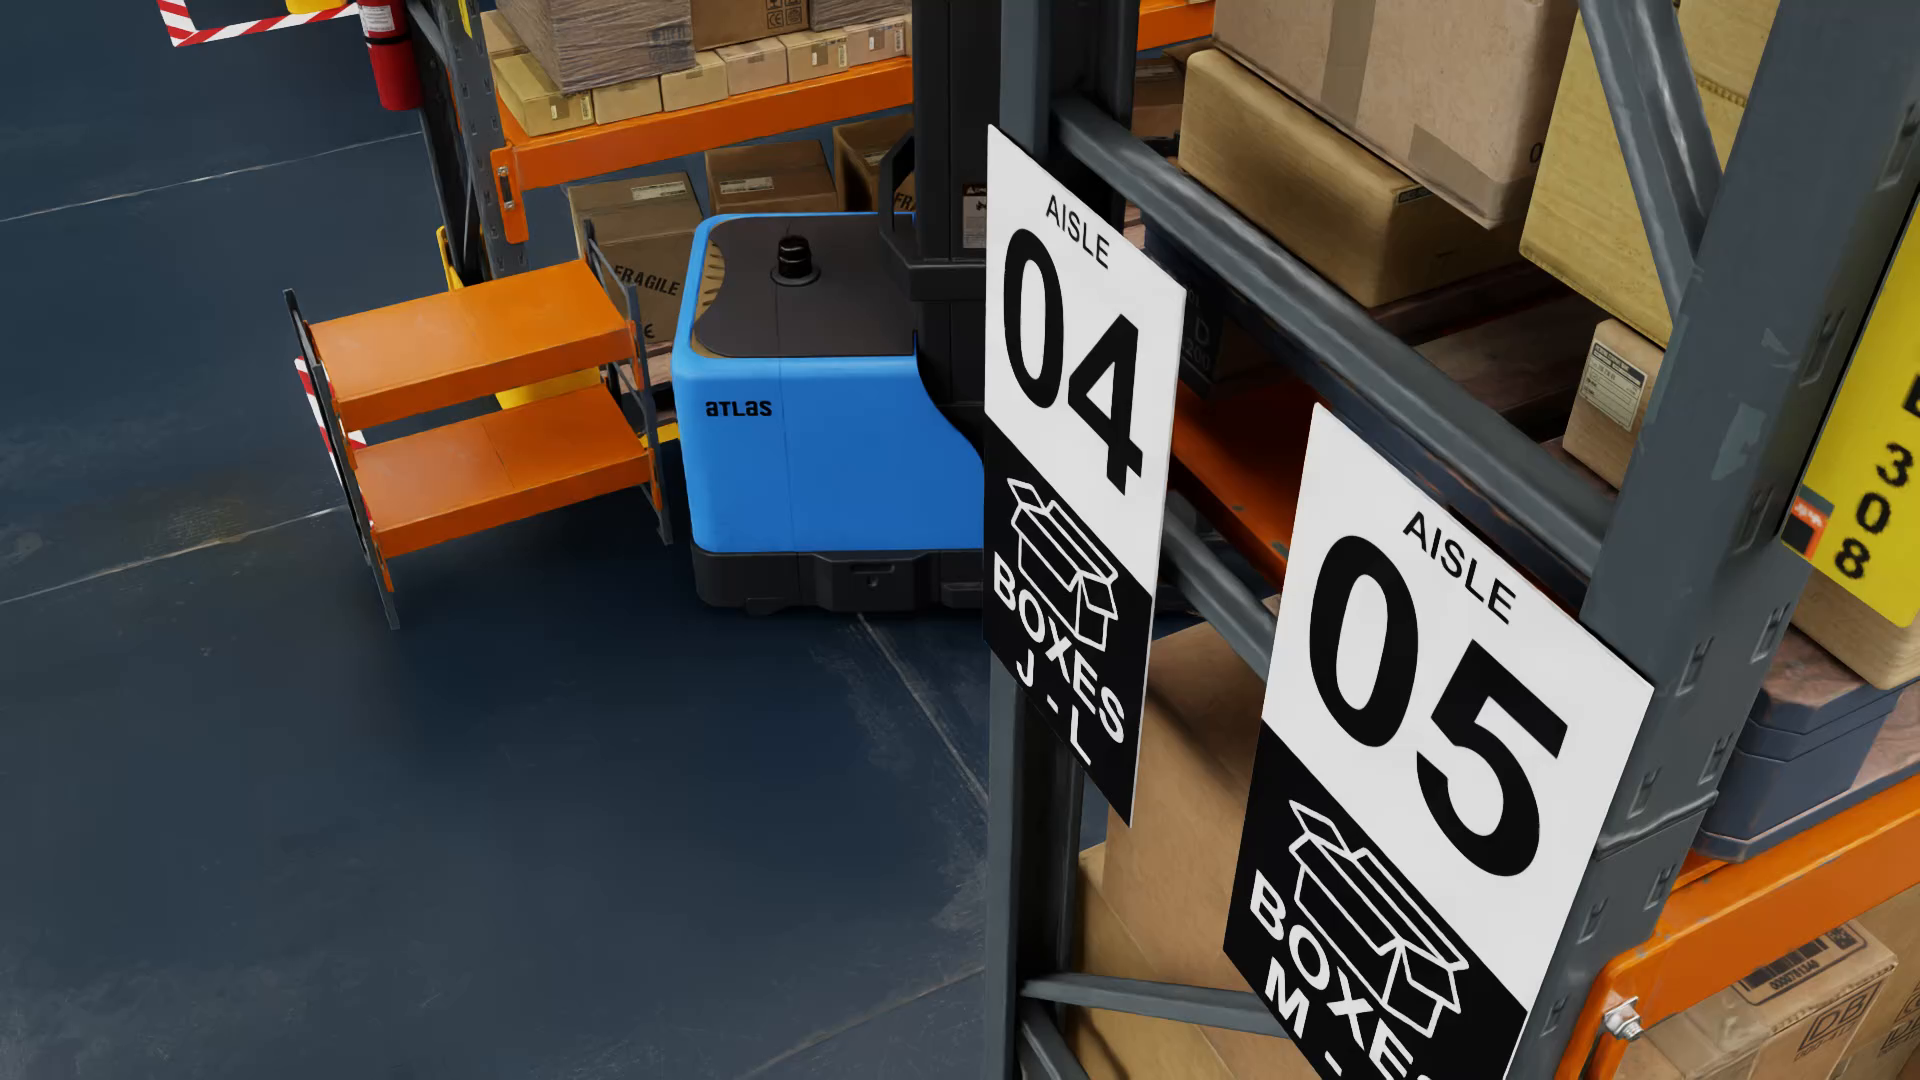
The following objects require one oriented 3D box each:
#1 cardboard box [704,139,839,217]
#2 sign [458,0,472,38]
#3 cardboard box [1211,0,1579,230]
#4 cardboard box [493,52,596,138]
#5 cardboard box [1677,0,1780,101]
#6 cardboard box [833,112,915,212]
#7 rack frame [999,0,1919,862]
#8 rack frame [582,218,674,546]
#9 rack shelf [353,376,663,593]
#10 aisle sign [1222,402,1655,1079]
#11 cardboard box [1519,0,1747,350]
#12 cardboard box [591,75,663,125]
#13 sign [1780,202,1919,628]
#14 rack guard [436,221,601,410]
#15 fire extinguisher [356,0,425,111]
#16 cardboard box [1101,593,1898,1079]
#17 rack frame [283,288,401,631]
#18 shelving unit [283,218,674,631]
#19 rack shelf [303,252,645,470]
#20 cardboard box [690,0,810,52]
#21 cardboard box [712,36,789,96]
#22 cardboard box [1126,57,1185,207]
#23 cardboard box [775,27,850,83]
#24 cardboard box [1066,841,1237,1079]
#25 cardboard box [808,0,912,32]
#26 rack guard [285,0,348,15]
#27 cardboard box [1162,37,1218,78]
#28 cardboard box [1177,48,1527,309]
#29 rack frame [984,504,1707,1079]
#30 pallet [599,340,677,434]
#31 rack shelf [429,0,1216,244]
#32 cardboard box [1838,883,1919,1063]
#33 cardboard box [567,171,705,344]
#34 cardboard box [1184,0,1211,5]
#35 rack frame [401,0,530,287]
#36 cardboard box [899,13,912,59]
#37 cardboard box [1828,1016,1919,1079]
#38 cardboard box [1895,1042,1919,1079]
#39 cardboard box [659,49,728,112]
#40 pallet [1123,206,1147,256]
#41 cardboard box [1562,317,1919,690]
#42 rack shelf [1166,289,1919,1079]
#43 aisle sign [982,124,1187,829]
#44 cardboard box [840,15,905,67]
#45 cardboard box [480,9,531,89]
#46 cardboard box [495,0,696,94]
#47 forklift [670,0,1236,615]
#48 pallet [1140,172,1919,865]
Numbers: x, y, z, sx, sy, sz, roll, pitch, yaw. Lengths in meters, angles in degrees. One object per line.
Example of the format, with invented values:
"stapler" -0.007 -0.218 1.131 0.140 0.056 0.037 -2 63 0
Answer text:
"cardboard box" -0.800 -1.360 7.145 0.500 0.500 0.500 -8 41 -9
"sign" -1.625 -1.799 5.384 0.005 0.325 0.100 -19 44 -21
"cardboard box" 0.631 -0.613 1.814 0.500 0.250 0.500 -18 43 -20
"cardboard box" -1.513 -1.632 6.051 0.250 0.149 0.380 -19 44 -21
"cardboard box" 0.769 -0.376 1.226 0.250 0.149 0.380 -18 43 -20
"cardboard box" -0.236 -1.536 7.353 0.500 0.500 0.500 -15 42 -17
"rack frame" 0.326 -1.197 0.699 0.127 3.000 1.000 -19 44 -21
"rack frame" -1.200 -0.555 6.034 0.032 1.125 0.500 -18 44 -20
"rack shelf" -1.652 -0.219 6.015 1.000 0.278 0.538 -18 44 -20
"aisle sign" 0.401 0.294 1.569 0.004 0.787 0.394 -19 44 -21
"cardboard box" 0.872 -0.304 1.449 0.500 0.250 0.500 -19 44 -21
"cardboard box" -1.283 -1.696 6.126 0.250 0.149 0.380 -19 44 -21
"sign" 0.577 -0.096 0.982 0.005 0.325 0.100 -19 44 -21
"rack guard" -1.809 -0.848 6.865 0.348 0.500 1.175 -19 44 -21
"fire extinguisher" -2.190 -1.980 6.327 0.183 0.674 0.296 -19 44 -21
"cardboard box" 0.672 0.535 2.344 0.550 0.550 0.875 -19 44 -21
"rack frame" -2.103 -0.254 5.678 0.032 1.125 0.500 -18 44 -20
"shelving unit" -1.652 -0.405 5.856 1.048 1.125 0.538 -18 44 -20
"rack shelf" -1.651 -0.628 5.666 1.000 0.278 0.538 -18 44 -20
"cardboard box" -0.987 -2.297 6.335 0.500 0.500 0.875 -19 44 -21
"cardboard box" -0.842 -1.848 6.306 0.250 0.149 0.380 -19 44 -21
"cardboard box" 0.794 -1.908 7.792 0.500 0.500 0.500 -6 41 -7
"cardboard box" -0.617 -1.919 6.389 0.250 0.149 0.380 -19 44 -21
"cardboard box" 0.634 0.899 2.750 0.550 0.550 0.875 -19 44 -21
"cardboard box" -0.524 -2.422 6.482 0.500 0.500 0.875 -19 44 -21
"rack guard" -4.118 -3.713 10.250 0.348 0.500 1.175 -19 44 -21
"cardboard box" 1.298 -2.083 7.999 0.500 0.500 0.500 -20 44 -22
"cardboard box" 0.464 -0.448 1.928 0.250 0.149 0.380 -19 44 -21
"rack frame" 0.326 1.093 2.637 0.127 3.000 1.000 -19 44 -21
"pallet" -1.072 -0.960 7.221 1.213 0.211 1.003 -19 44 -21
"rack shelf" -0.102 -2.102 6.968 4.000 0.370 1.077 -19 44 -21
"cardboard box" 1.118 0.318 2.601 0.550 0.550 0.875 -19 44 -21
"cardboard box" -1.314 -1.162 6.911 0.500 0.500 0.500 -11 41 -13
"cardboard box" 0.971 -2.397 6.954 0.250 0.149 0.380 -19 44 -21
"rack frame" -1.876 -1.779 6.030 0.127 3.000 1.000 -19 44 -21
"cardboard box" -0.138 -2.024 6.514 0.250 0.149 0.380 -19 44 -21
"cardboard box" 1.111 0.722 2.959 0.550 0.550 0.875 -19 44 -21
"cardboard box" 1.666 0.627 3.071 0.550 0.550 0.875 -19 44 -21
"cardboard box" -1.054 -1.762 6.204 0.250 0.149 0.380 -19 44 -21
"pallet" 1.092 -1.688 8.081 1.213 0.211 1.003 -19 44 -21
"cardboard box" 0.778 -0.073 1.485 0.250 0.149 0.380 -18 44 -20
"rack shelf" 2.099 -0.374 2.606 4.000 0.370 1.077 -19 44 -21
"aisle sign" 0.124 -0.050 1.975 0.004 0.787 0.394 -19 44 -21
"cardboard box" -0.408 -2.009 6.496 0.250 0.149 0.380 -19 44 -21
"cardboard box" -1.719 -1.887 6.352 0.250 0.149 0.380 -19 44 -21
"cardboard box" -1.376 -2.080 6.077 0.500 0.500 0.875 -19 44 -21
"forklift" 0.562 -1.191 5.388 3.031 2.935 1.130 -1 40 -1
"pallet" 0.979 -0.246 1.965 1.213 0.211 1.003 -19 44 -21
